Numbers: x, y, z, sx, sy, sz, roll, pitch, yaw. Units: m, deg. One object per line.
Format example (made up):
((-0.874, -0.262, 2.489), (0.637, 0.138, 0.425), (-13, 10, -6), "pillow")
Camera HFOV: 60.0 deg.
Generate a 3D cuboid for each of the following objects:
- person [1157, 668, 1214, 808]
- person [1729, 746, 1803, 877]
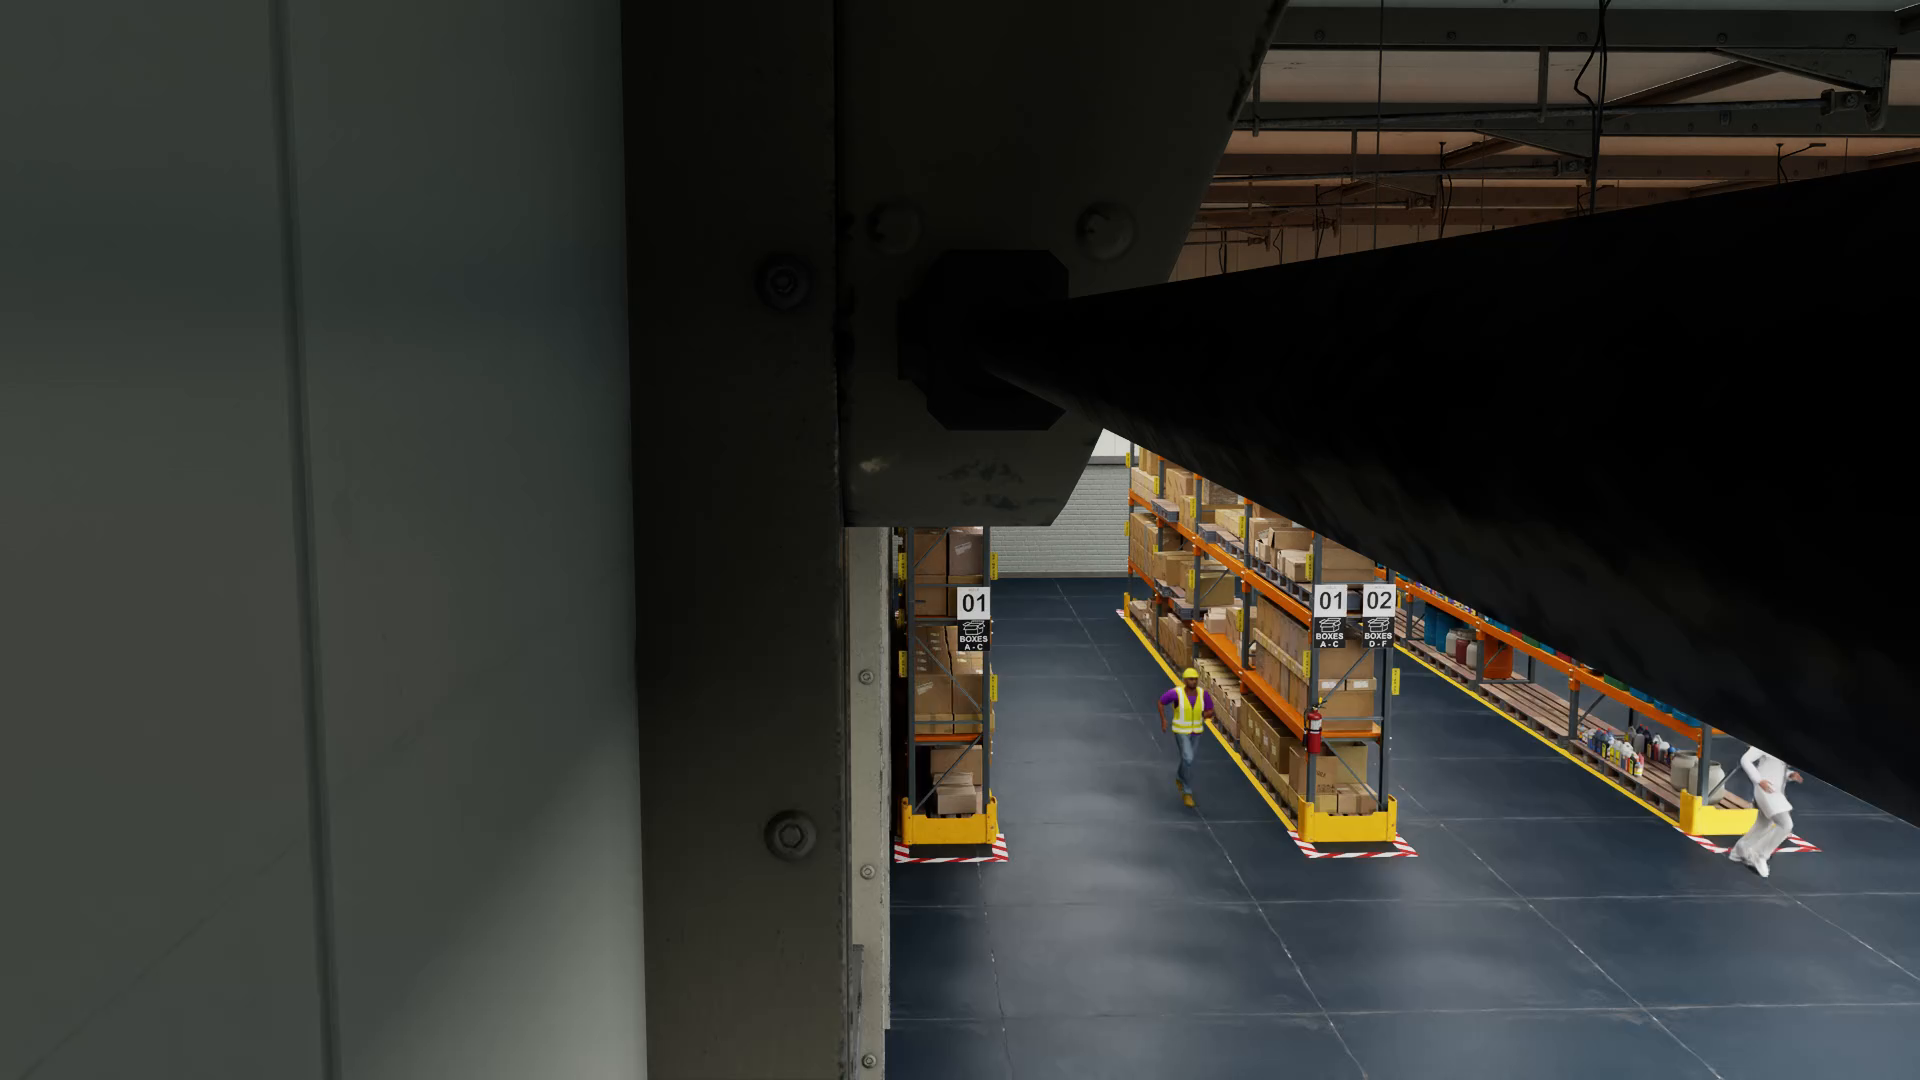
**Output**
((3.054, 2.600, 22.271), (0.691, 1.813, 0.785), (-3, 8, -19), "person")
((9.453, 2.996, 19.451), (0.711, 1.781, 0.717), (7, 10, 42), "person")
